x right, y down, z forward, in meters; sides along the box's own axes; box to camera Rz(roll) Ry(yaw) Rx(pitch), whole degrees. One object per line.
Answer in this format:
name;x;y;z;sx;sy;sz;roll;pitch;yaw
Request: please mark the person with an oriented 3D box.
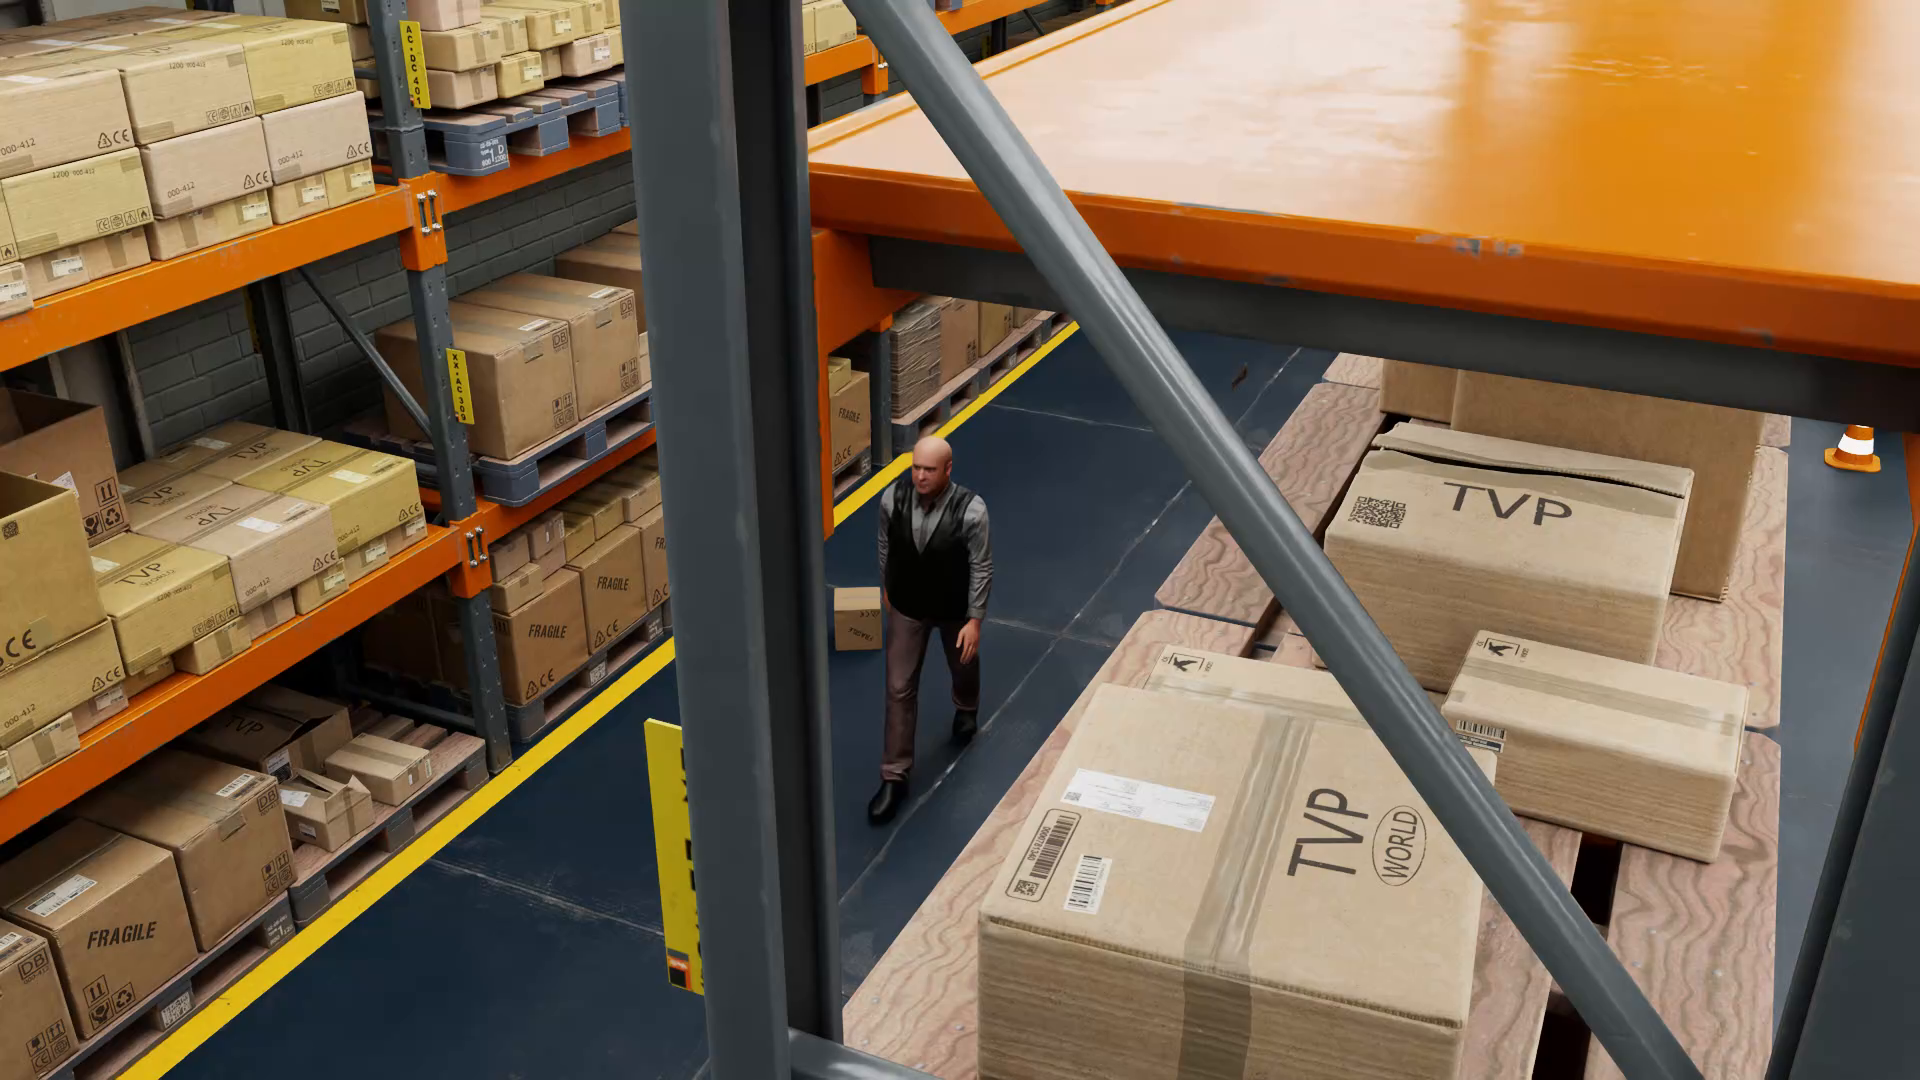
person;-0.122;0.354;7.506;0.568;1.580;1.016;5;26;11
